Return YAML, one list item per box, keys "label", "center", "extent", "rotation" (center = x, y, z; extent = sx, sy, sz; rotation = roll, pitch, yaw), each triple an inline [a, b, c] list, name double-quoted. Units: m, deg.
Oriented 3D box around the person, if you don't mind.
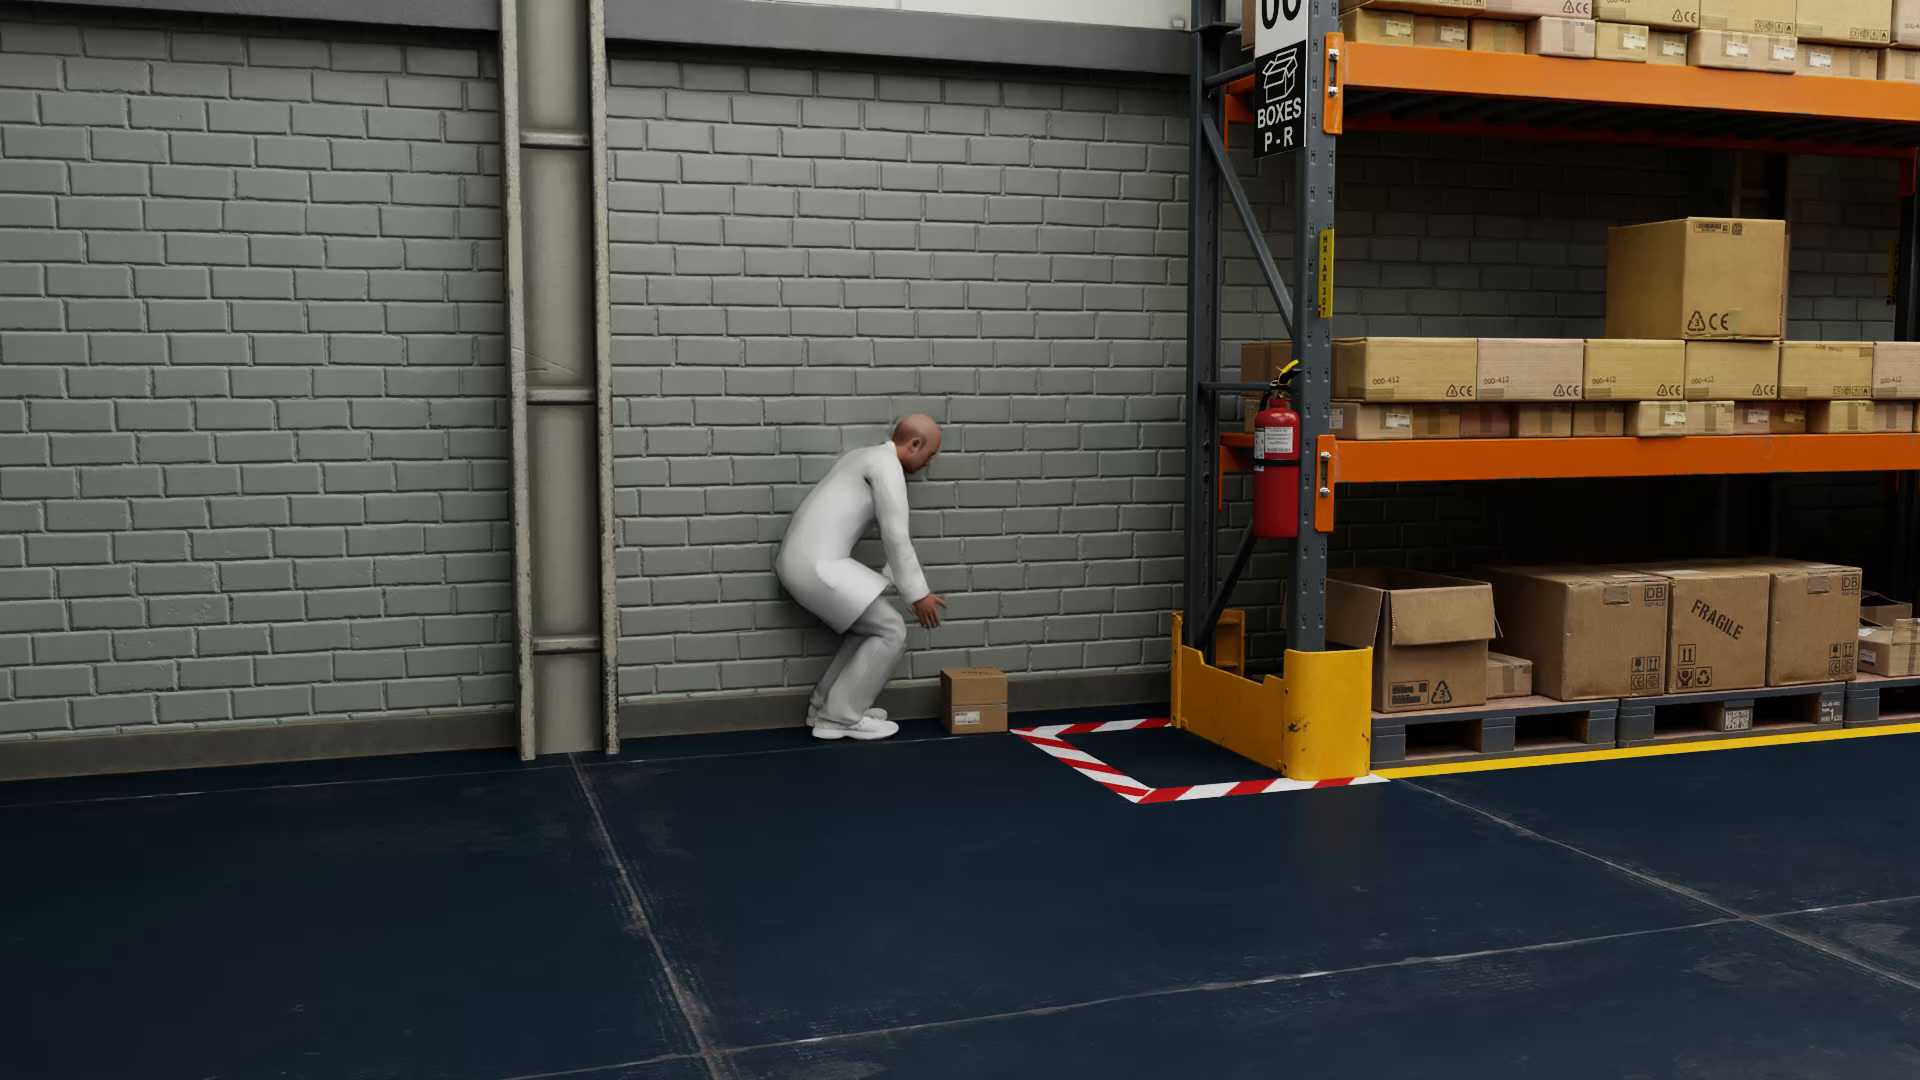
- label: "person"
  center: [-0.440, 0.145, 7.272]
  extent: [0.737, 1.393, 0.631]
  rotation: [-1, 6, -12]
